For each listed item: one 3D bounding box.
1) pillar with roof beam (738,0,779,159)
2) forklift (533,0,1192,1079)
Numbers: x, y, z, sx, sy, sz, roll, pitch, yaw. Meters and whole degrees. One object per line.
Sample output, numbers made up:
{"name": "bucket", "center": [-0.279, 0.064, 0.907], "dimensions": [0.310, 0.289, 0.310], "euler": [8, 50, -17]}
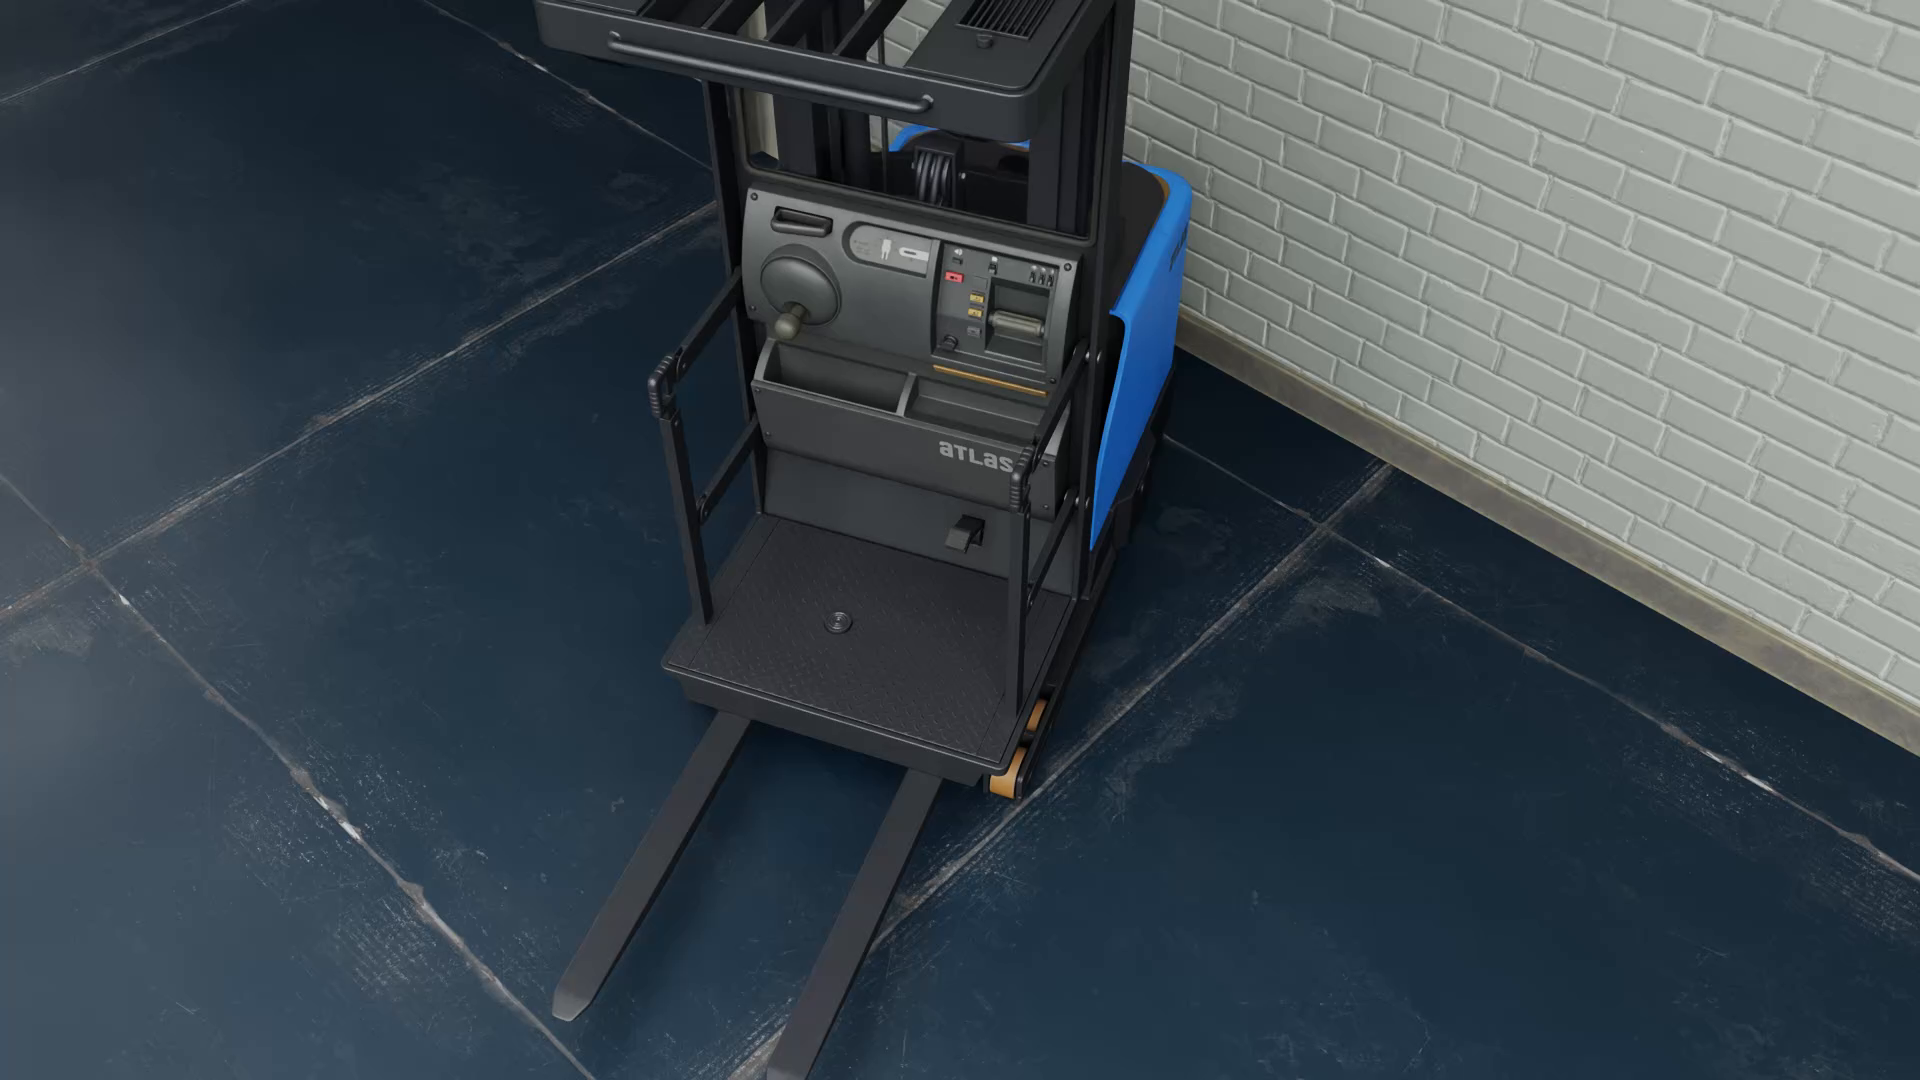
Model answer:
{"name": "pillar with roof beam", "center": [-3.652, -2.472, 1.898], "dimensions": [0.400, 9.000, 9.100], "euler": [34, 55, 28]}
{"name": "forklift", "center": [-0.218, -0.575, 4.279], "dimensions": [1.130, 2.935, 3.031], "euler": [15, 49, 14]}
